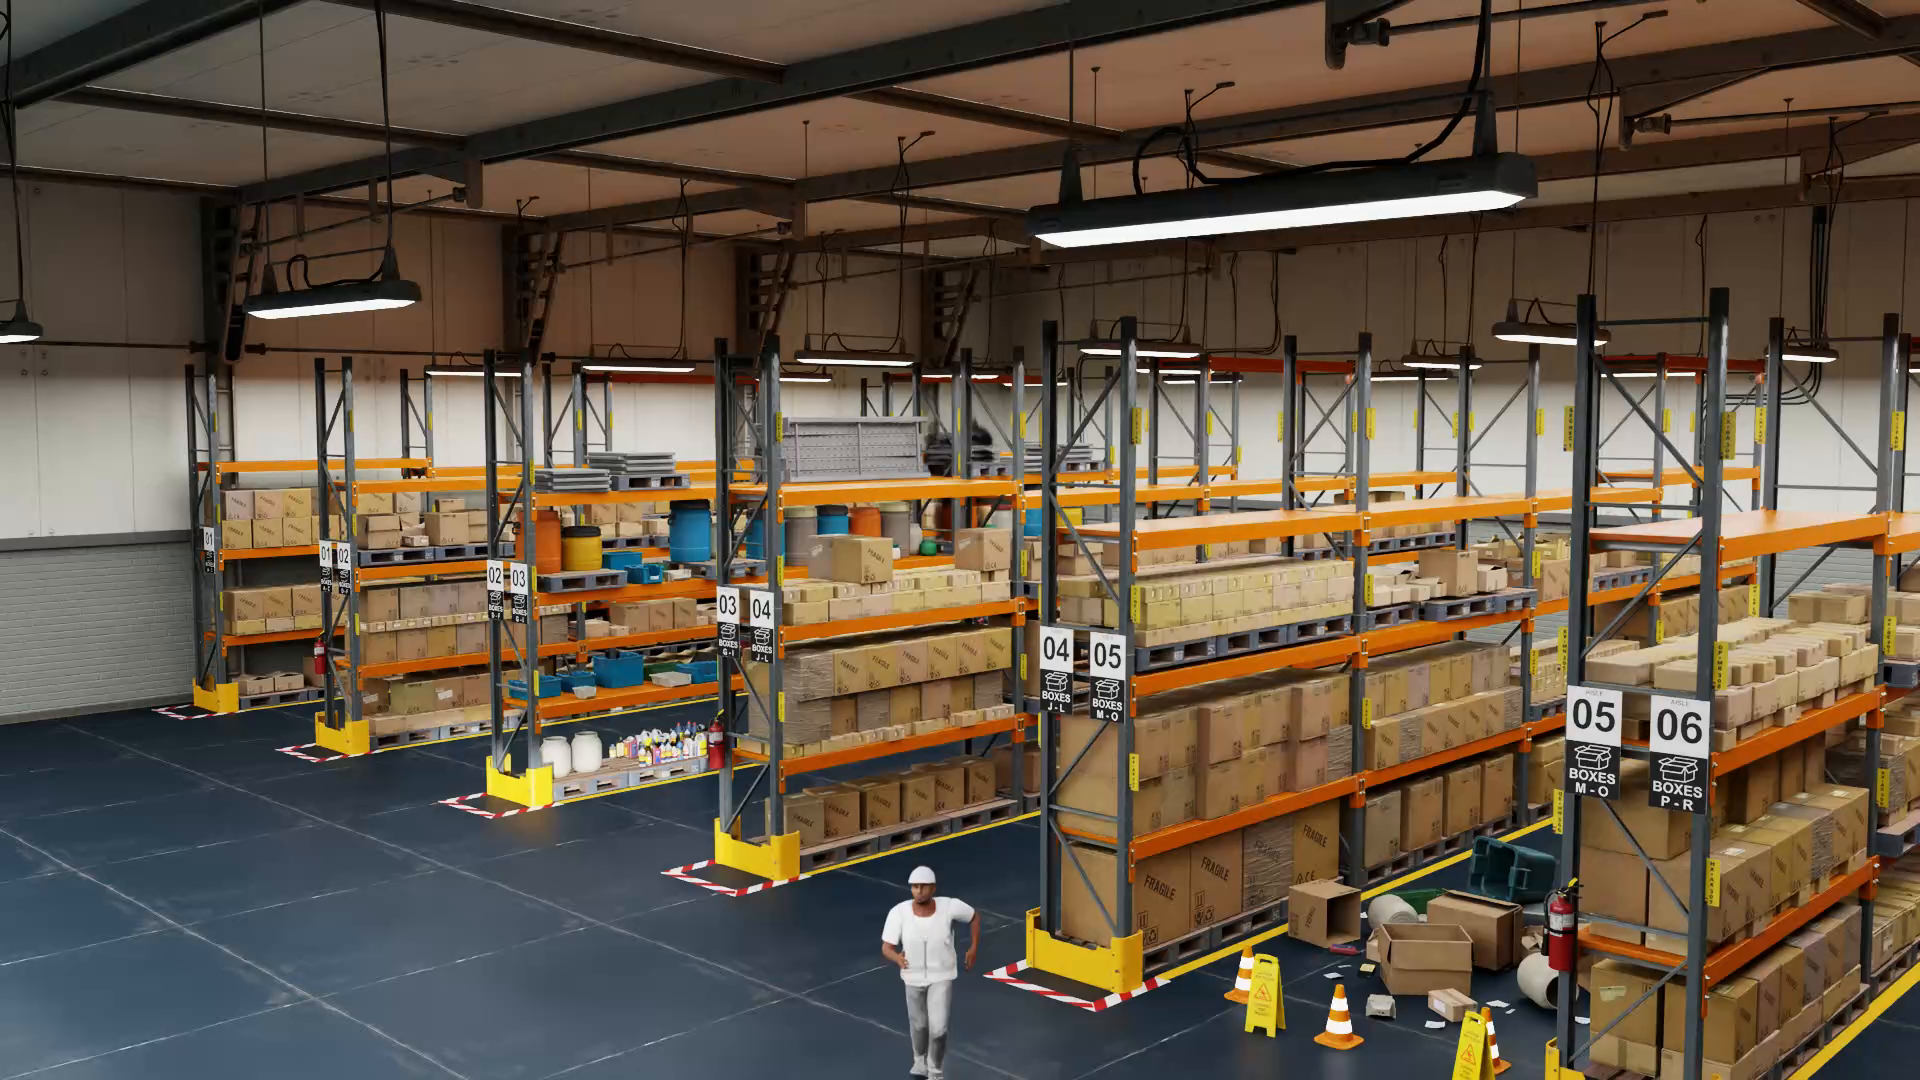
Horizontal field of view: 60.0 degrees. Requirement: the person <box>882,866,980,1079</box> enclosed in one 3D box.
[{"bbox_3d":[-0.227,3.319,12.558,0.710,1.755,0.860,1,4,8],"label":"person"}]
